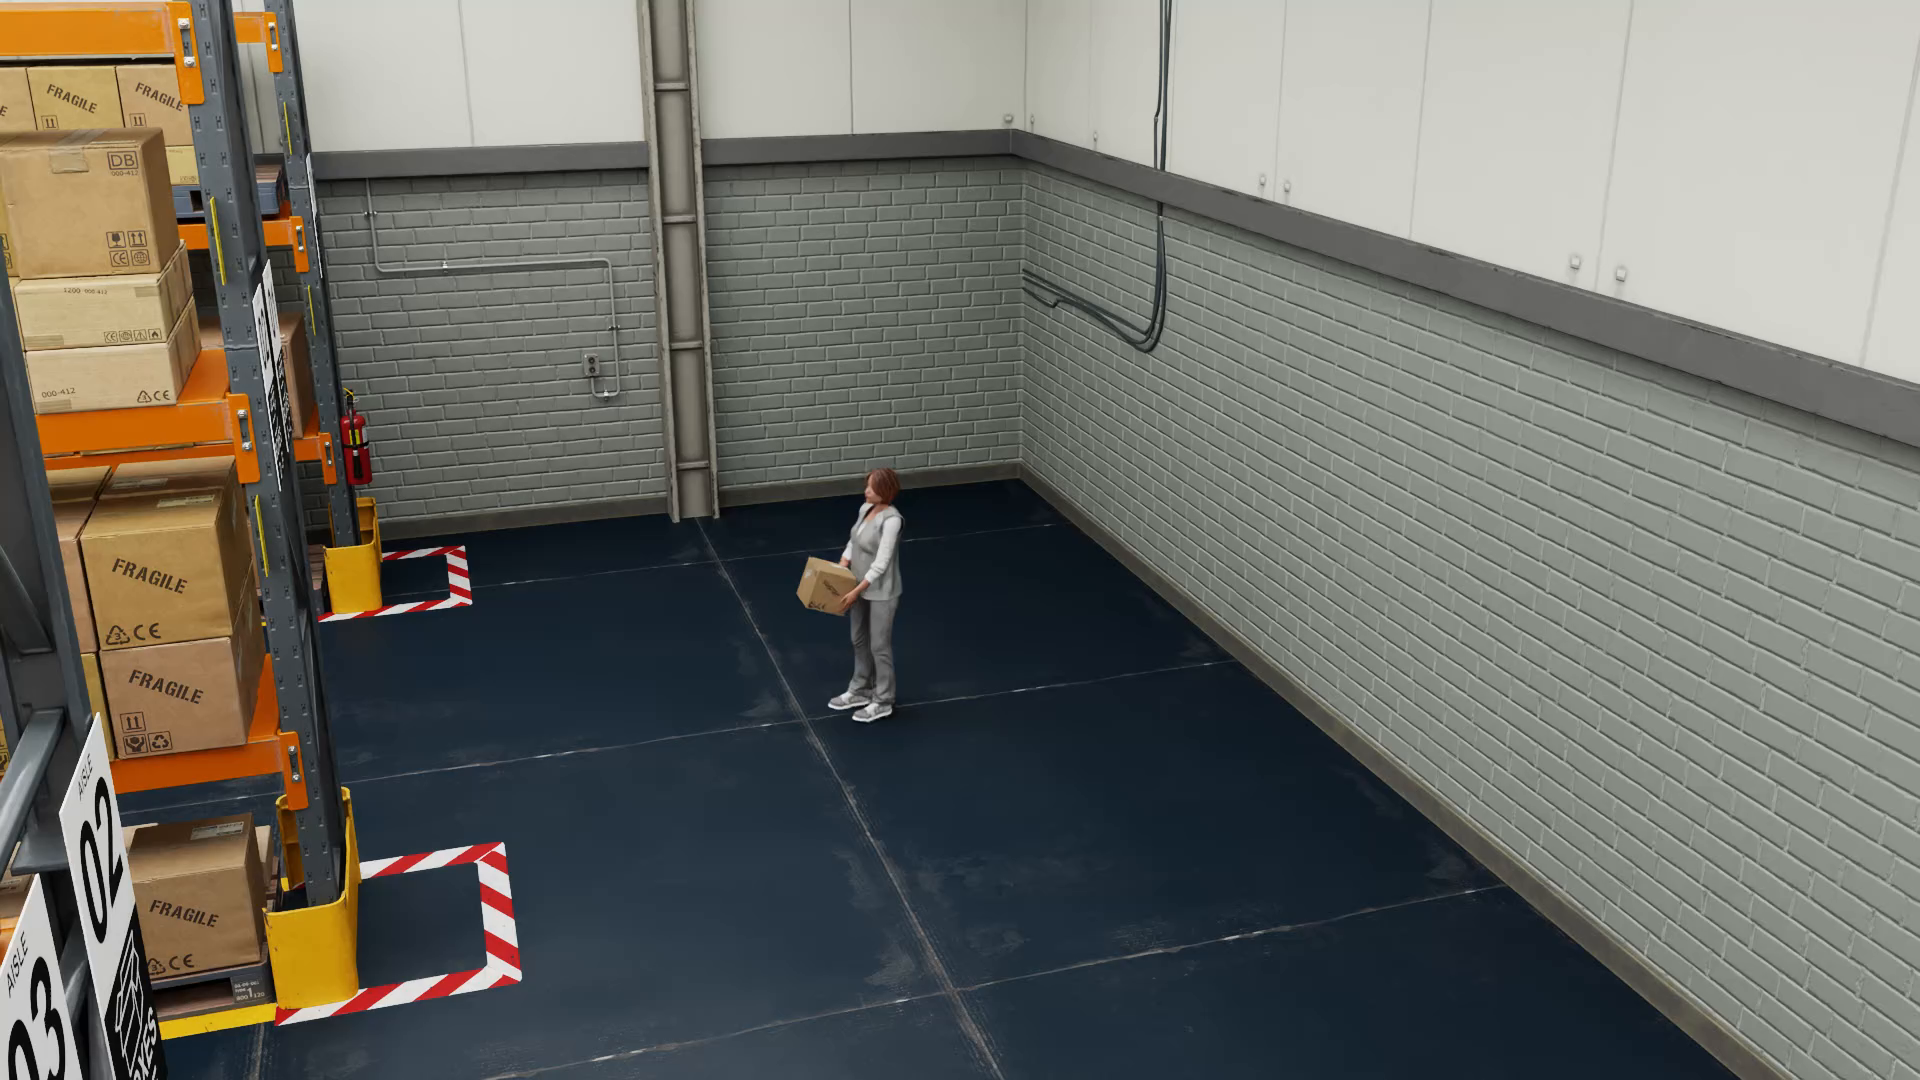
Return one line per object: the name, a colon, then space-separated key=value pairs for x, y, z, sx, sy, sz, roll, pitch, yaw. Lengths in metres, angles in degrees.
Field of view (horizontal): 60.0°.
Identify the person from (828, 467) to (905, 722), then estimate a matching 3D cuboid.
person: x=-0.583 y=0.337 z=10.128 sx=0.458 sy=1.599 sz=0.457 roll=-11 pitch=22 yaw=-29
